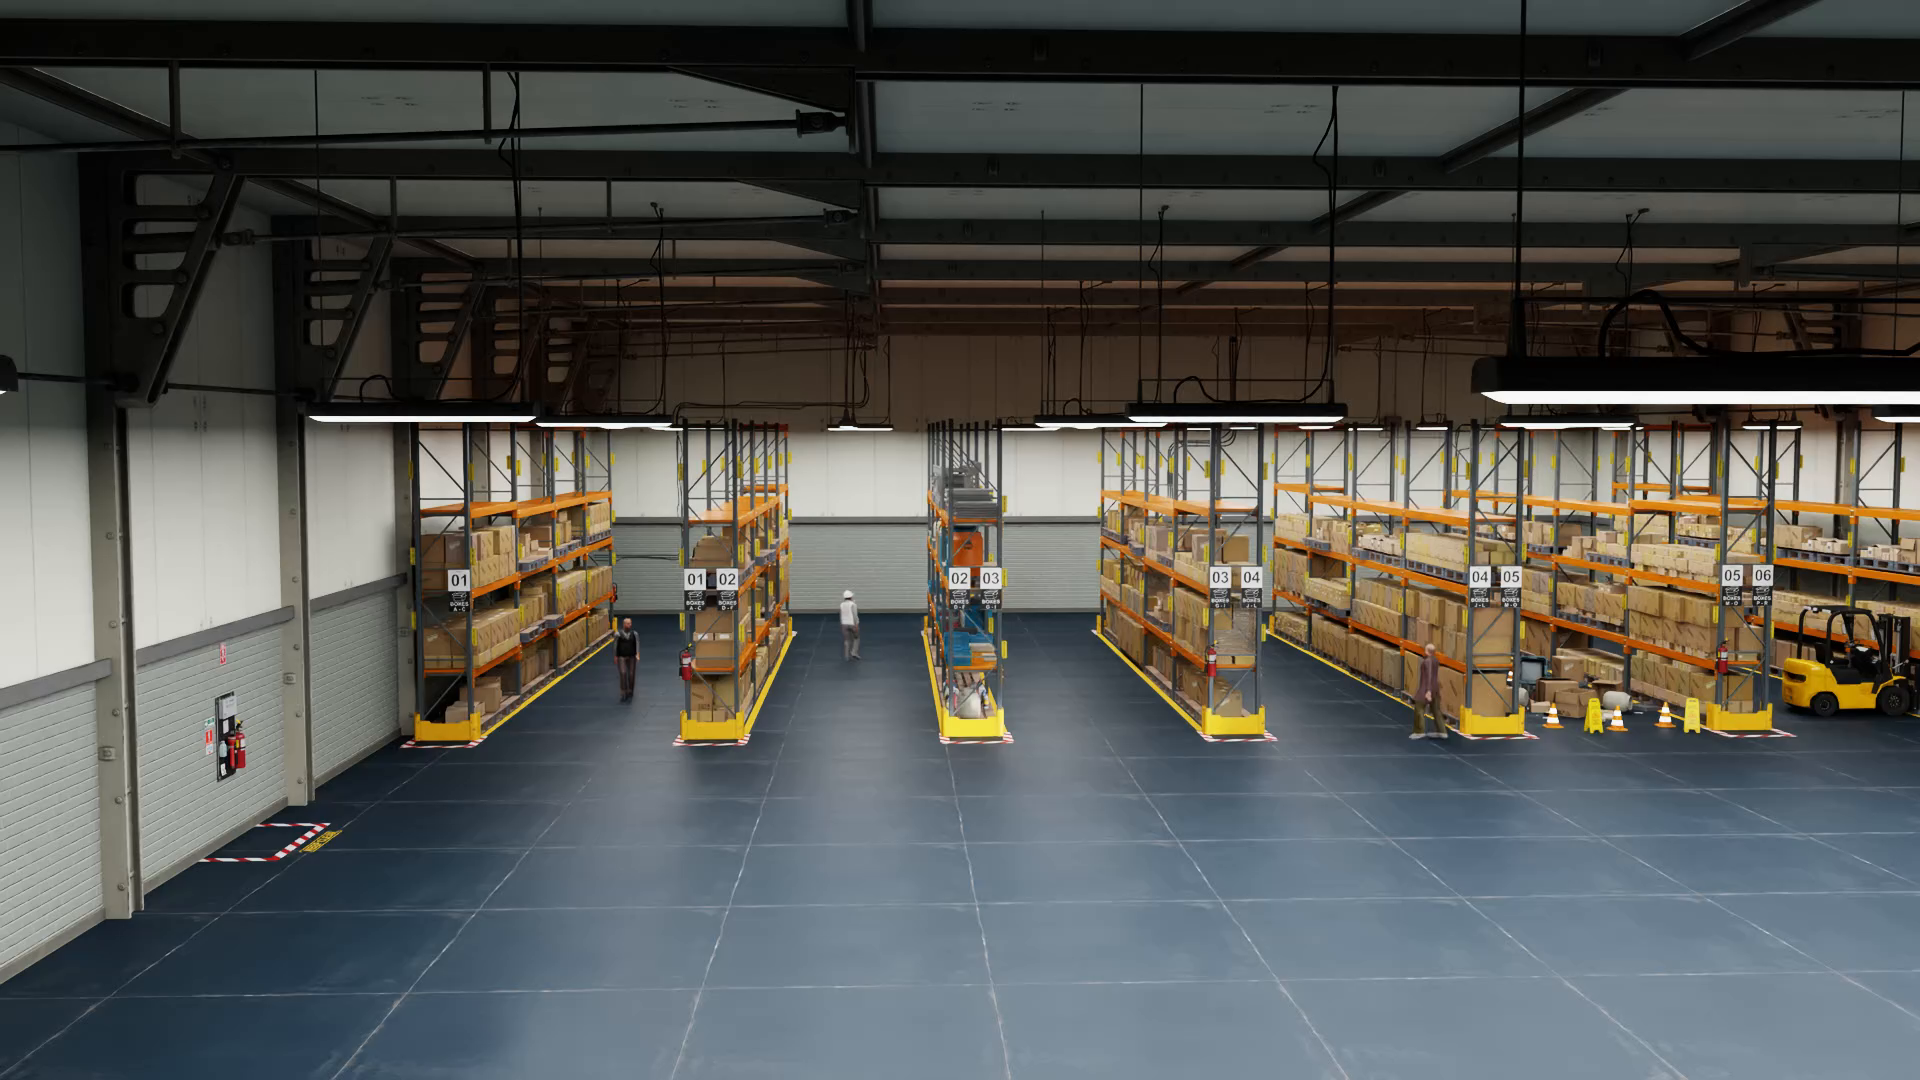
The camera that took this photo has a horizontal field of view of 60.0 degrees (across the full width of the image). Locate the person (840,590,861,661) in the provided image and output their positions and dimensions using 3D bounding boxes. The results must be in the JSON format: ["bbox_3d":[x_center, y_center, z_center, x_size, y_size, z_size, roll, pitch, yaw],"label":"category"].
[{"bbox_3d":[-2.798,2.149,41.930,0.546,1.762,0.542,1,4,13],"label":"person"}]

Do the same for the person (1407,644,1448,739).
[{"bbox_3d":[8.852,2.863,31.252,0.668,1.823,0.656,3,5,42],"label":"person"}]

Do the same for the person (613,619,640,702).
[{"bbox_3d":[-7.154,2.580,35.888,0.561,1.737,0.675,-2,4,-24],"label":"person"}]
